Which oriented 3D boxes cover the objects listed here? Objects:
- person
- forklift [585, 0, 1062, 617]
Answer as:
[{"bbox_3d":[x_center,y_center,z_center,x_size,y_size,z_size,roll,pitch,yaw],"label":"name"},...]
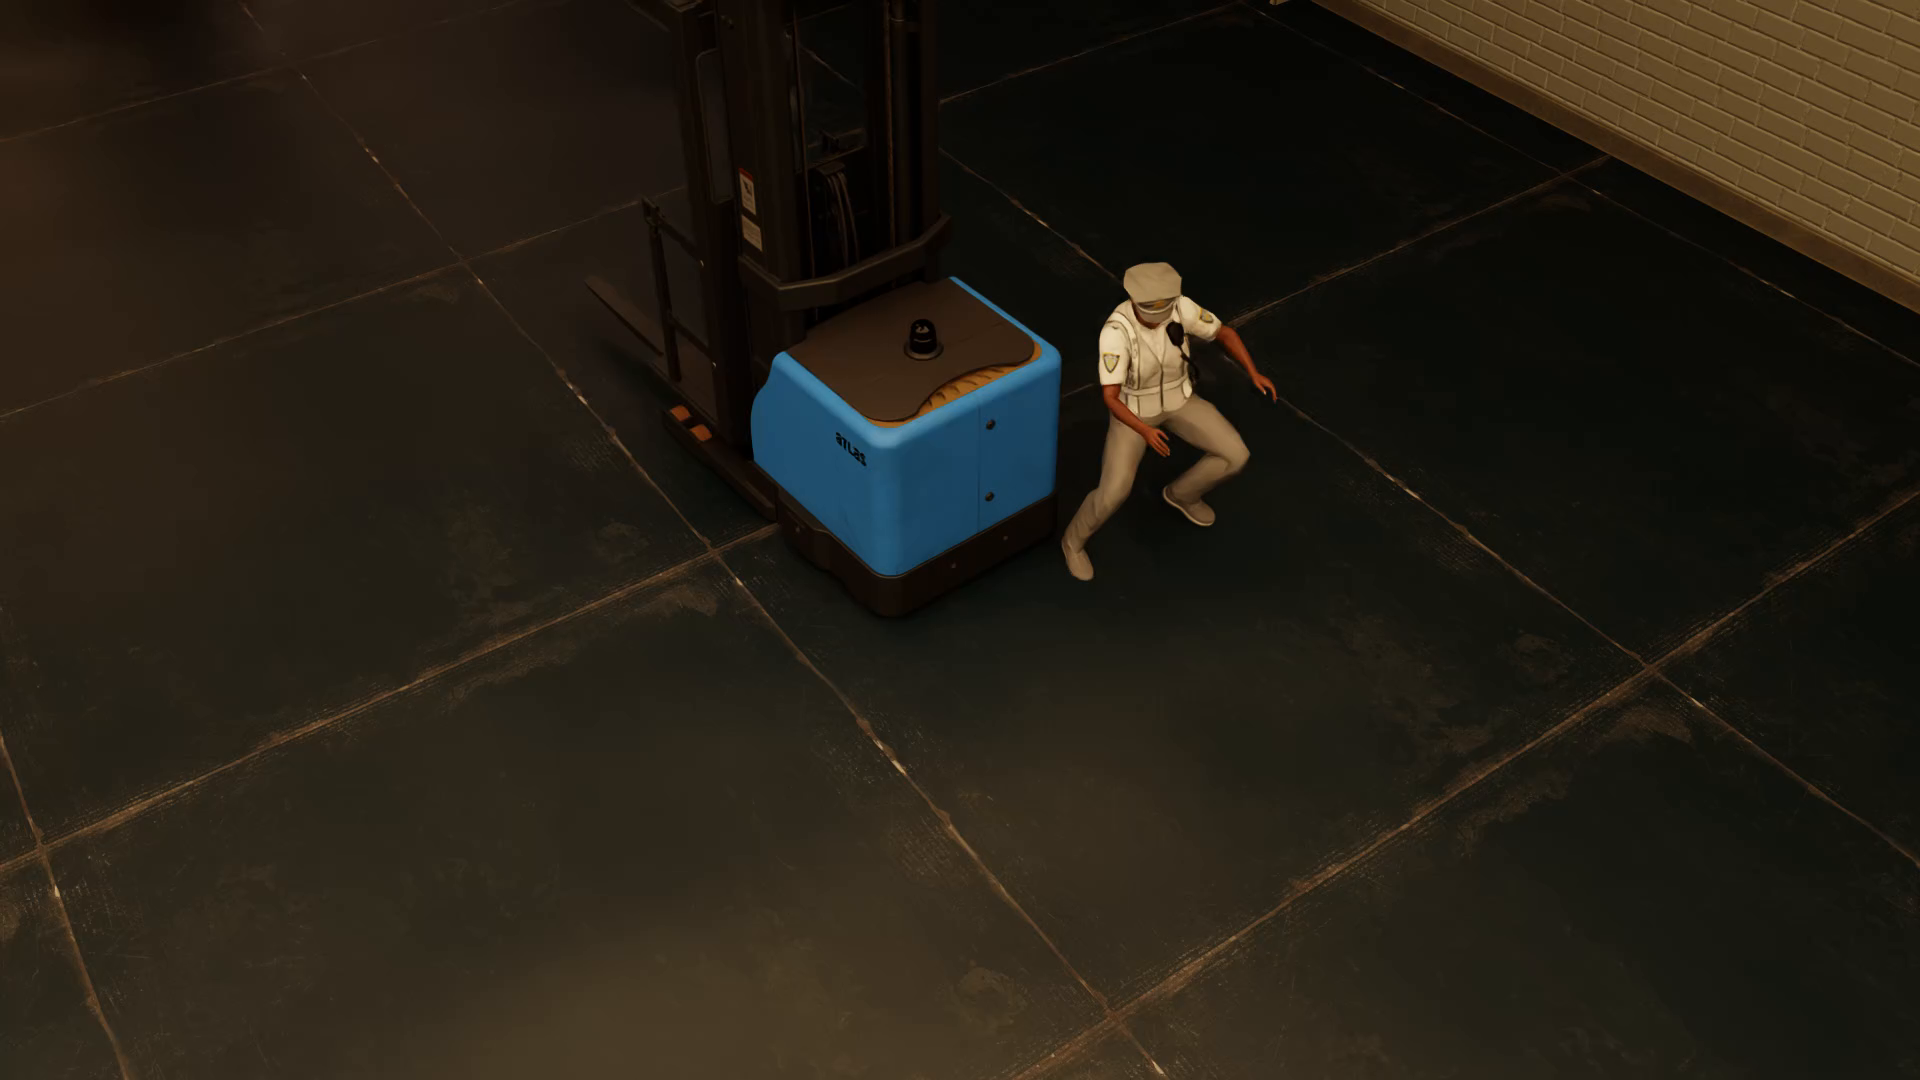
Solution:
[{"bbox_3d":[0.906,-0.503,7.378,0.880,1.476,0.744,-12,44,-13],"label":"person"},{"bbox_3d":[-0.851,-1.678,7.536,1.130,2.935,3.031,-28,50,-27],"label":"forklift"}]
